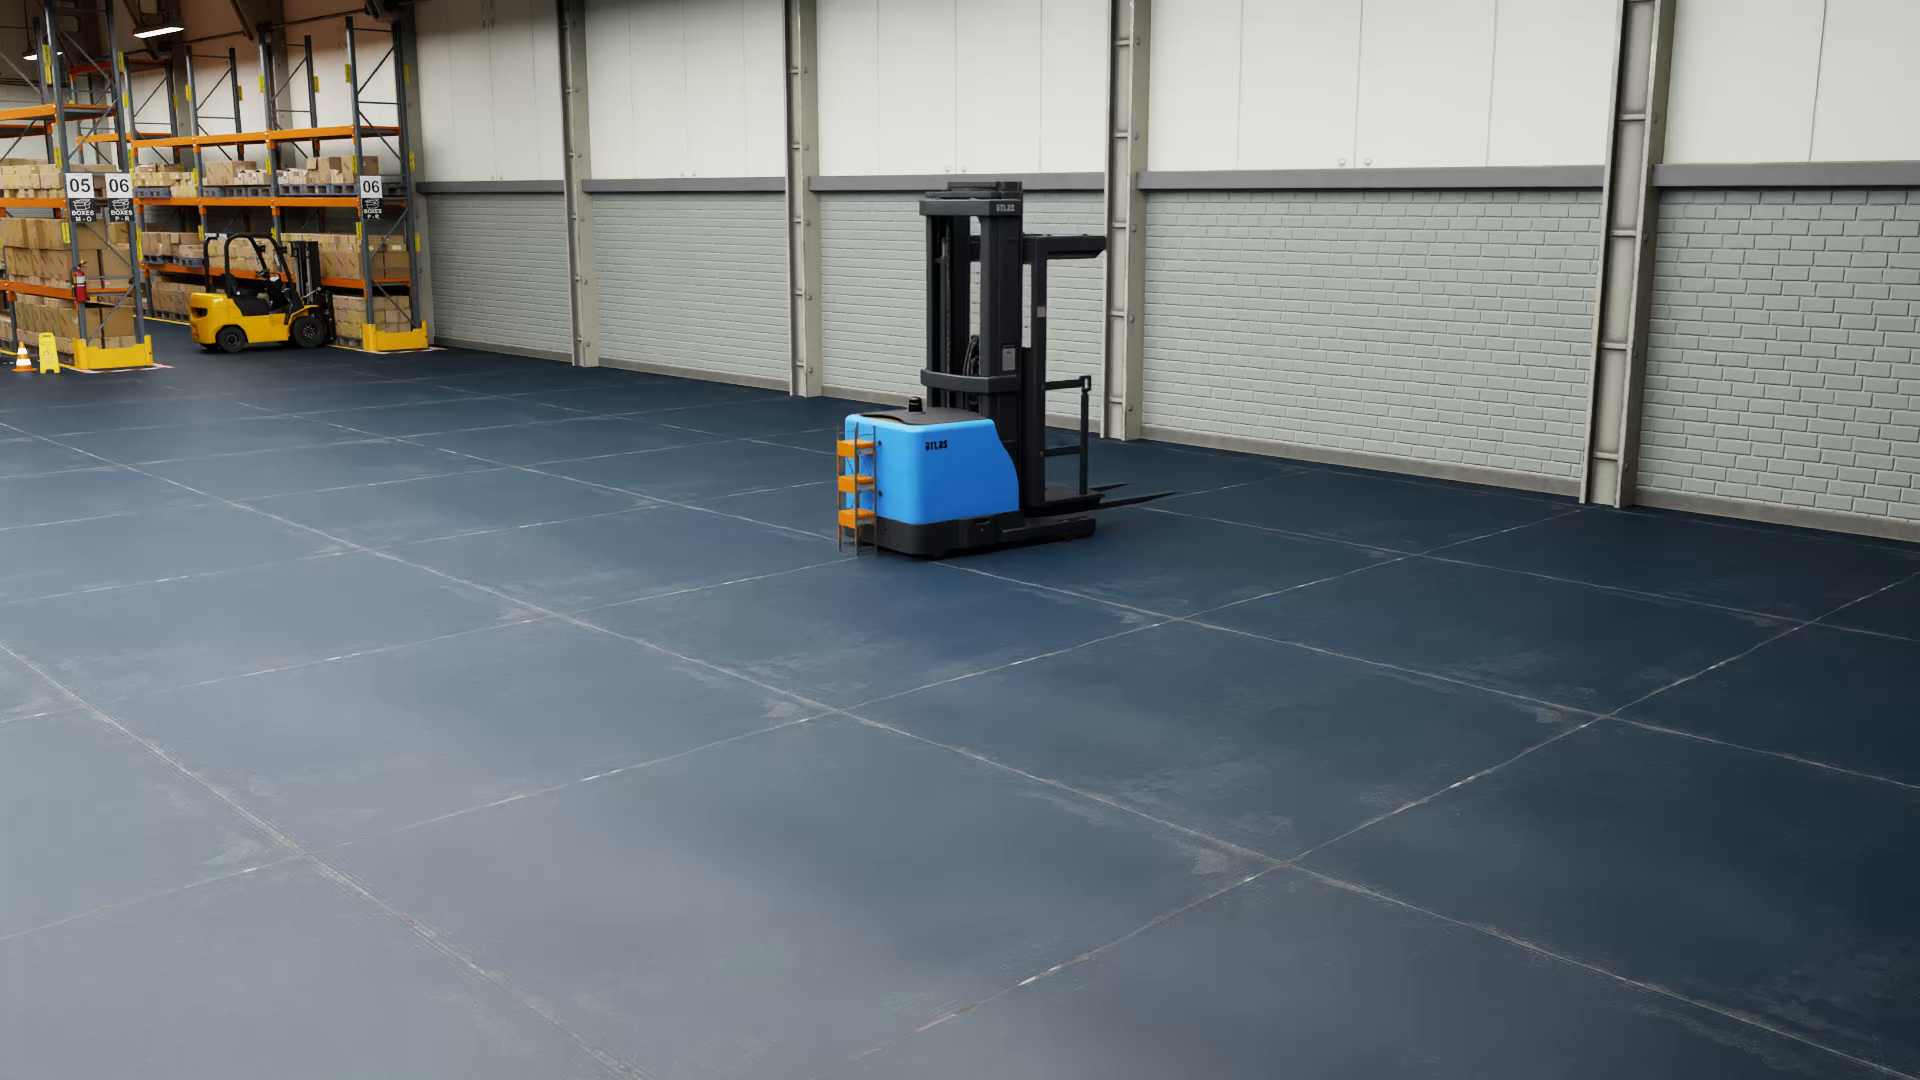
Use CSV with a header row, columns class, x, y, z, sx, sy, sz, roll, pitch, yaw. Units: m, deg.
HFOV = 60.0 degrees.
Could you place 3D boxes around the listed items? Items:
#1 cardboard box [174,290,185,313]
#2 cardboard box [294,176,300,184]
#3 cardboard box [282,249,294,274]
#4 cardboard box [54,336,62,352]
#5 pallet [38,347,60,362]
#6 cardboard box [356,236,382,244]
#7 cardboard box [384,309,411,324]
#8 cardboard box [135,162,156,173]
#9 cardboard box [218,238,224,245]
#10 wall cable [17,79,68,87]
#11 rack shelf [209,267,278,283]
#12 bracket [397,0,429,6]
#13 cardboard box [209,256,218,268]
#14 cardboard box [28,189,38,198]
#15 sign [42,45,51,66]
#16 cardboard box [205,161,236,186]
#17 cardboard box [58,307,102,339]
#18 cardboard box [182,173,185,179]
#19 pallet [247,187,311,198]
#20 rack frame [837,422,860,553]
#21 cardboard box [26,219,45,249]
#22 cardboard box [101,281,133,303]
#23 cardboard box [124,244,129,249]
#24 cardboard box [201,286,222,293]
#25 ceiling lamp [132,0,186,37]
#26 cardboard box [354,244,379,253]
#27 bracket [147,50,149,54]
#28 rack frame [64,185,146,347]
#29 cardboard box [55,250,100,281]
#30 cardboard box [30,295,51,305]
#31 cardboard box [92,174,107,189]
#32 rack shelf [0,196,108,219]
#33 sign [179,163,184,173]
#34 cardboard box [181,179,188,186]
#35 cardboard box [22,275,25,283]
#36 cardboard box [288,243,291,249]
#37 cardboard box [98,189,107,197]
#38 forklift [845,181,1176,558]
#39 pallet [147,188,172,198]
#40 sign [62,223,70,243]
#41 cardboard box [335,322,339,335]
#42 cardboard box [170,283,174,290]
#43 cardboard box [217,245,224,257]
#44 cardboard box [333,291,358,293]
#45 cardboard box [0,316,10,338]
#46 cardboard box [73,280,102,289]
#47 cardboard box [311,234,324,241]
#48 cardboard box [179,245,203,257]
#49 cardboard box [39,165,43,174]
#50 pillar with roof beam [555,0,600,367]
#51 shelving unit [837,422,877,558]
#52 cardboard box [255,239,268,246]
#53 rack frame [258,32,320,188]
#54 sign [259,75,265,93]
class,x,y,z,sx,sy,sz,roll,pitch,yaw
cardboard box,-17.729,-5.494,38.298,0.500,0.500,0.500,11,16,43
cardboard box,-12.824,-7.054,32.618,0.380,0.149,0.250,-10,15,-41
cardboard box,-13.328,-5.621,33.514,0.500,0.500,0.500,11,16,44
cardboard box,-15.375,-3.413,28.820,0.500,0.250,0.500,-11,16,-42
pallet,-15.697,-3.344,29.620,1.003,0.211,1.213,-11,16,-43
cardboard box,-11.083,-5.625,31.187,0.380,0.149,0.250,-11,16,-42
cardboard box,-10.857,-4.291,31.840,0.500,0.250,0.500,-11,16,-42
cardboard box,-19.014,-8.698,38.831,0.396,0.266,0.258,-11,16,-43
cardboard box,-15.819,-6.464,35.995,0.380,0.149,0.250,-10,16,-41
wall cable,-24.704,-14.089,46.213,2.988,3.039,0.133,-11,16,-43
rack shelf,-14.826,-5.613,35.504,1.077,0.370,4.000,-11,16,-43
bracket,-8.691,-9.530,28.945,0.076,0.066,4.783,-11,16,-43
cardboard box,-16.078,-6.085,36.384,0.500,0.250,0.500,-11,16,-42
cardboard box,-15.812,-5.974,28.666,0.380,0.149,0.250,-11,16,-43
sign,-14.686,-7.796,26.745,0.100,0.325,0.005,-11,16,-43
cardboard box,-15.883,-7.890,35.805,0.500,0.500,0.500,-11,16,-42
cardboard box,-15.012,-3.704,28.372,0.500,0.500,0.500,-11,16,-42
cardboard box,-17.130,-8.131,37.155,0.380,0.149,0.250,-11,16,-43
pallet,-14.064,-7.176,34.348,1.217,0.209,0.805,11,16,43
rack frame,-0.894,-0.421,13.351,0.200,1.050,0.008,-9,15,-36
cardboard box,-15.552,-5.261,28.550,0.700,0.500,0.500,-11,16,-43
cardboard box,-21.378,-6.305,42.228,0.637,0.503,0.797,11,16,43
cardboard box,-19.855,-7.025,40.208,0.500,0.250,0.500,-11,16,-42
cardboard box,-16.732,-5.593,37.172,0.250,0.149,0.380,11,16,42
ceiling lamp,-14.939,-11.144,31.236,0.800,3.185,2.000,-11,16,-43
cardboard box,-11.125,-5.468,31.162,0.380,0.149,0.250,-11,16,-42
bracket,-19.342,-11.780,39.870,0.235,0.232,0.430,-11,16,-43
rack frame,-14.270,-4.397,27.822,1.000,3.000,0.127,-11,16,-43
cardboard box,-14.844,-4.633,27.980,0.500,0.500,0.500,-11,16,-44
cardboard box,-16.233,-4.261,29.468,0.380,0.149,0.250,-10,15,-39
cardboard box,-14.425,-6.049,28.040,0.500,0.250,0.500,-11,16,-44
rack shelf,-15.651,-5.806,29.008,1.077,0.370,4.000,-11,16,-43
sign,-18.571,-8.834,39.665,0.100,0.325,0.005,-11,16,-43
cardboard box,-17.158,-7.979,37.156,0.380,0.149,0.250,-11,16,-43
cardboard box,-16.630,-4.703,29.929,0.380,0.149,0.250,-11,16,-43
cardboard box,-13.235,-5.919,33.353,0.380,0.149,0.250,-10,16,-41
cardboard box,-14.265,-5.837,27.999,0.380,0.149,0.250,-11,16,-42
forklift,0.528,-1.511,13.983,3.031,2.935,1.130,-9,15,-37
pallet,-17.852,-7.962,38.156,1.213,0.211,1.003,-11,16,-43
sign,-14.686,-5.045,27.312,0.100,0.325,0.005,-11,16,-43
cardboard box,-11.911,-4.121,32.255,0.500,0.250,0.500,-11,16,-42
cardboard box,-18.137,-5.905,38.687,0.380,0.149,0.250,-11,16,-43
cardboard box,-15.733,-6.256,35.978,0.500,0.250,0.500,-10,15,-41
cardboard box,-12.265,-4.830,33.215,0.500,0.250,0.500,-11,16,-42
cardboard box,-17.896,-4.080,31.755,0.950,0.372,0.625,-10,15,-39
cardboard box,-14.683,-4.299,27.967,0.380,0.149,0.250,-10,15,-41
cardboard box,-12.493,-5.921,32.624,0.380,0.149,0.250,-11,16,-43
cardboard box,-17.170,-6.498,37.350,0.500,0.250,0.500,11,16,42
cardboard box,-15.521,-6.343,28.477,0.250,0.149,0.380,11,16,44
pillar with roof beam,-9.482,-6.780,24.517,9.100,9.000,0.400,-11,16,-43
shelving unit,-0.820,-0.401,13.256,0.215,1.050,0.252,-9,15,-36
cardboard box,-14.441,-6.157,34.508,0.250,0.149,0.380,11,16,43
rack frame,-13.445,-8.612,33.410,1.000,3.000,0.127,-11,16,-43
sign,-13.829,-9.031,32.932,0.100,0.325,0.005,-11,16,-43
